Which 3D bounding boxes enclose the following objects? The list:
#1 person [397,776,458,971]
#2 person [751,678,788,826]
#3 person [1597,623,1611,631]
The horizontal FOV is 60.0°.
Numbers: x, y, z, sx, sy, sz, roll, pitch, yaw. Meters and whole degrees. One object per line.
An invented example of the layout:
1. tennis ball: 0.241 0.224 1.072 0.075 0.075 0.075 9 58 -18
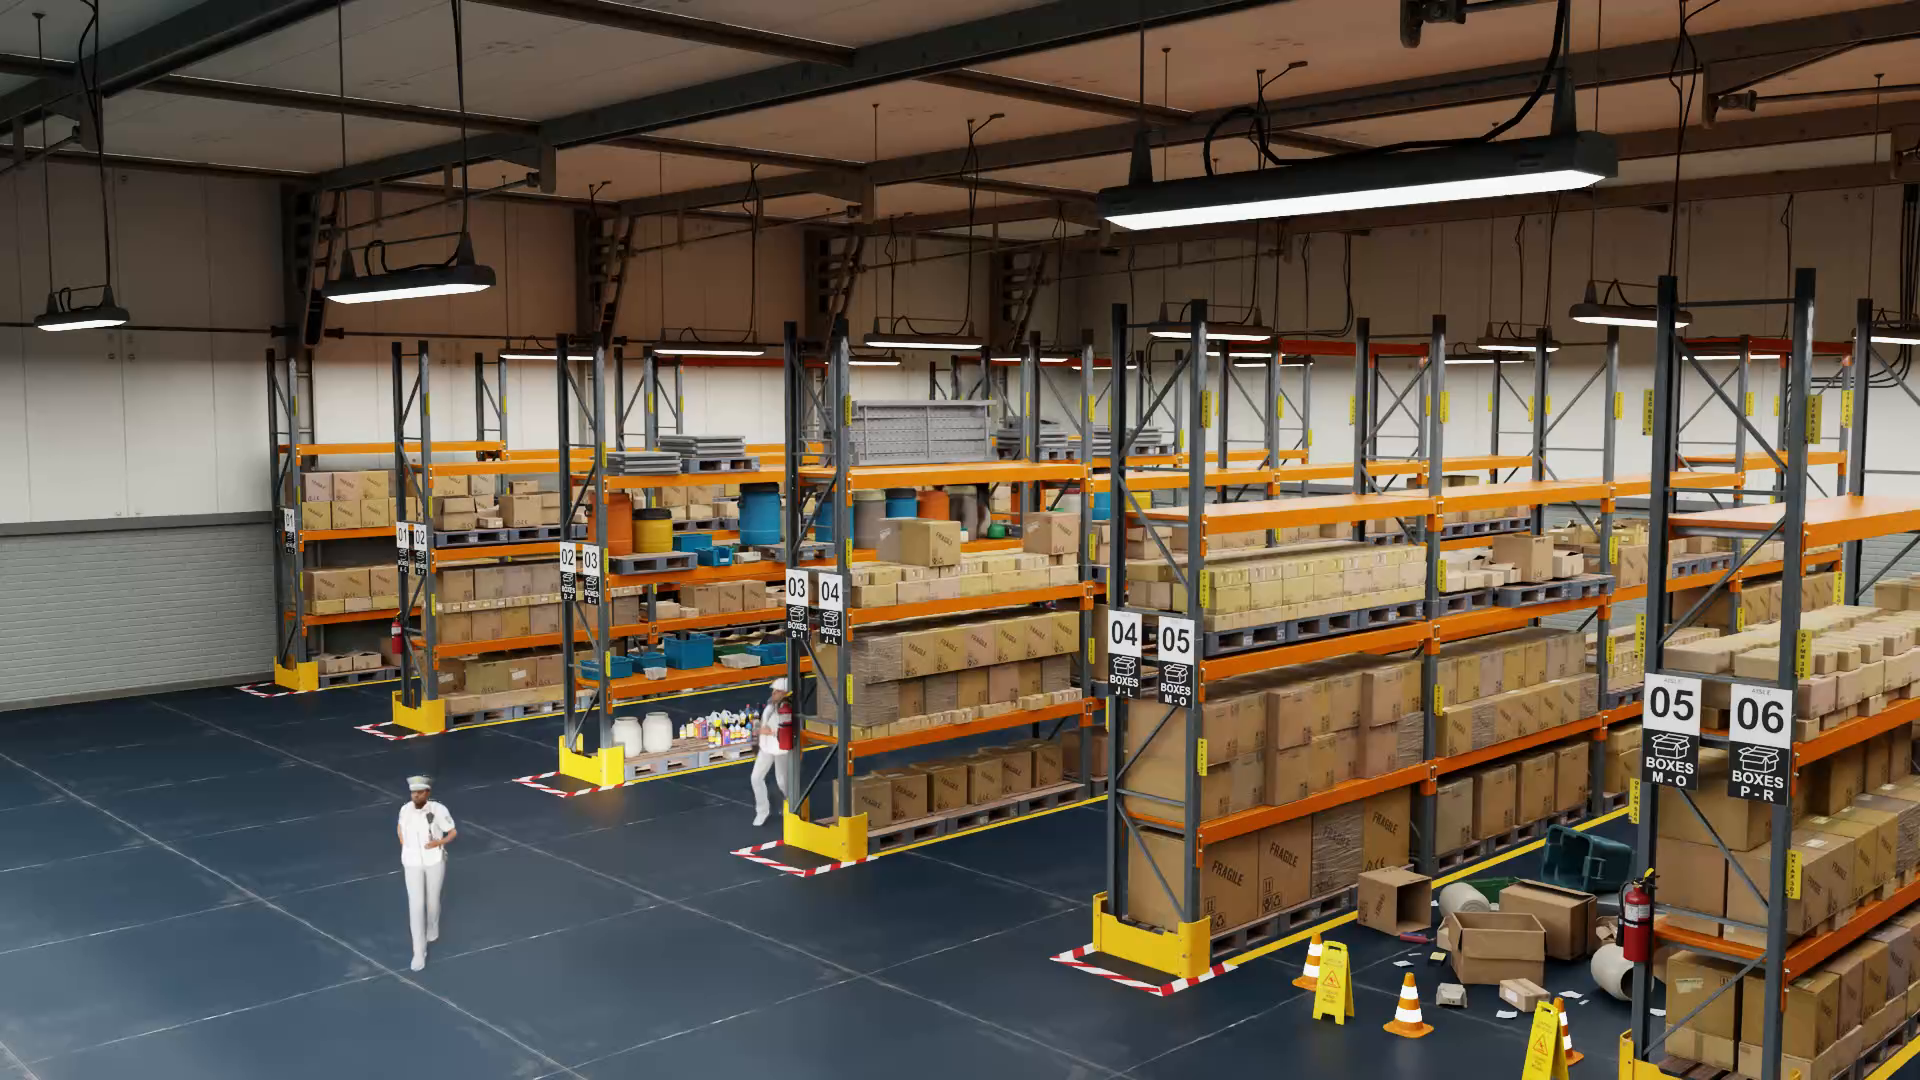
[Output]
1. person: -4.912 2.997 15.330 0.564 1.722 0.851 -1 5 -10
2. person: -2.168 2.563 20.127 0.637 1.821 0.725 4 6 36
3. person: 9.864 2.105 25.432 0.672 1.754 0.707 -3 6 -33
